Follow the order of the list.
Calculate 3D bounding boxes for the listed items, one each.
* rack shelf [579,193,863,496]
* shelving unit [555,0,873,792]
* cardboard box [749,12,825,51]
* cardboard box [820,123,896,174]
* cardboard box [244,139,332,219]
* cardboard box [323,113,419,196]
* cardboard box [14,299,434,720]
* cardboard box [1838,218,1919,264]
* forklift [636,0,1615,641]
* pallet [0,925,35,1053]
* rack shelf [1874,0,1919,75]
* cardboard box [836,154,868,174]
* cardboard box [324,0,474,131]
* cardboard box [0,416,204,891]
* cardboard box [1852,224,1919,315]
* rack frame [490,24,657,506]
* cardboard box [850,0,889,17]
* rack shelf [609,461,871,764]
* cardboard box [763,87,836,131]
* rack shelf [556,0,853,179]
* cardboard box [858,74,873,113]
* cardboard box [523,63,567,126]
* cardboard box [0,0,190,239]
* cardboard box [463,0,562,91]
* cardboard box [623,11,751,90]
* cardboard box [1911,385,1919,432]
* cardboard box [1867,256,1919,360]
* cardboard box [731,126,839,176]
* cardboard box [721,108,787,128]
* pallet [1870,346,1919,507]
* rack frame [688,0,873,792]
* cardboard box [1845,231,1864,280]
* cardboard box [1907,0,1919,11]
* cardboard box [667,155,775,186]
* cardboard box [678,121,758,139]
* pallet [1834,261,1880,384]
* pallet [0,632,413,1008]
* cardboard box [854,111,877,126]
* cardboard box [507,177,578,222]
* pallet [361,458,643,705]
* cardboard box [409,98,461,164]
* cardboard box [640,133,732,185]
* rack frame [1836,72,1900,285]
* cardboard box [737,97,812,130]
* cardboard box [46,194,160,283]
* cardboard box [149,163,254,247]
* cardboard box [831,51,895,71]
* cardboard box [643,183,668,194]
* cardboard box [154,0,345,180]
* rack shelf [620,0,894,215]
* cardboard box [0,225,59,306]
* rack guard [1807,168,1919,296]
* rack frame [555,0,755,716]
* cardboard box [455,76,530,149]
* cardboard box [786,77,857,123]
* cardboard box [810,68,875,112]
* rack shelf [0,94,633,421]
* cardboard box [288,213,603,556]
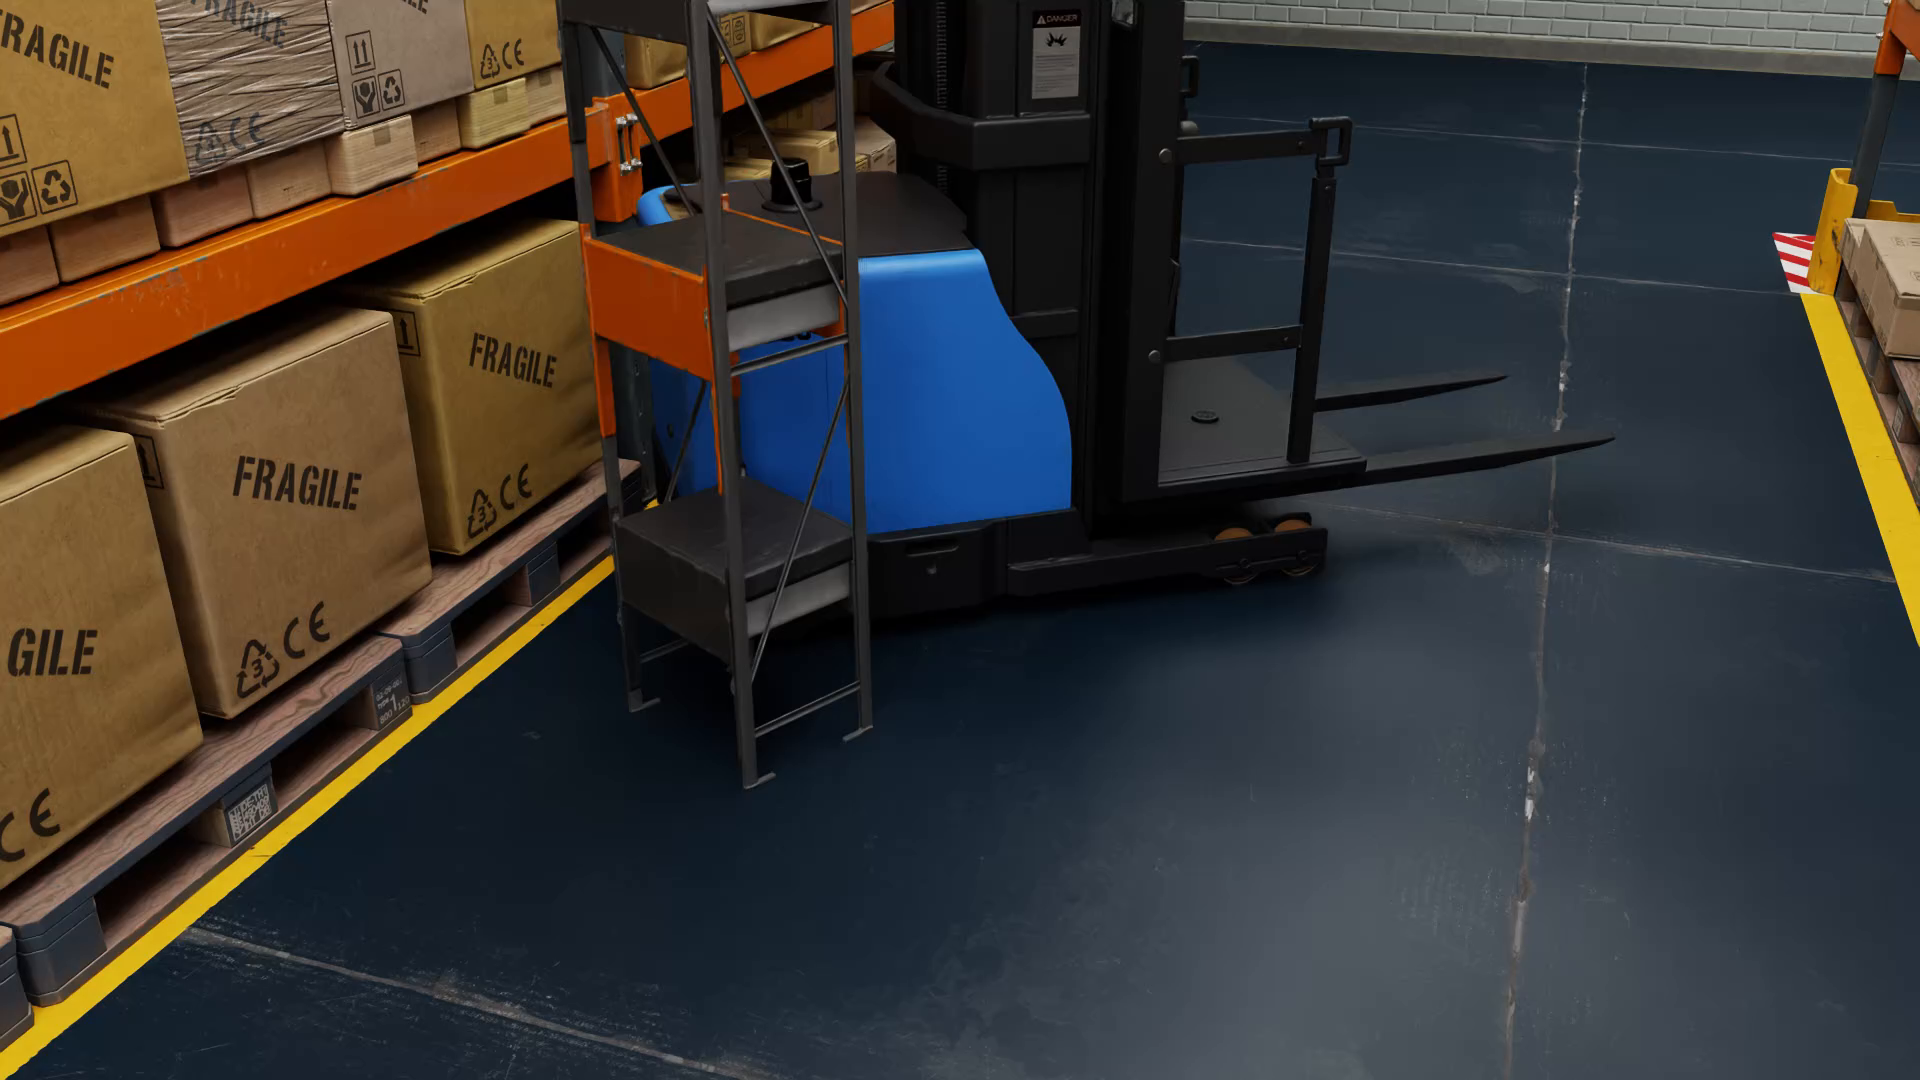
[{"bbox_3d":[-0.544,-0.467,3.832,0.431,0.518,0.480,-23,33,-39],"label":"rack shelf"},{"bbox_3d":[-0.544,-0.479,3.826,0.431,2.100,0.503,-23,33,-39],"label":"shelving unit"},{"bbox_3d":[-1.046,-2.216,6.041,0.980,0.700,0.700,8,27,16],"label":"cardboard box"},{"bbox_3d":[-0.630,-1.554,7.405,0.700,0.500,0.500,8,27,16],"label":"cardboard box"},{"bbox_3d":[-1.702,-0.862,3.854,0.380,0.149,0.250,9,27,17],"label":"cardboard box"},{"bbox_3d":[-1.558,-0.953,4.042,0.380,0.149,0.250,9,27,17],"label":"cardboard box"},{"bbox_3d":[-1.876,-0.131,4.063,0.750,0.750,0.750,10,27,19],"label":"cardboard box"},{"bbox_3d":[4.051,-1.281,7.220,0.380,0.149,0.250,9,27,17],"label":"cardboard box"},{"bbox_3d":[0.598,-1.399,4.776,3.031,2.935,1.130,-8,27,-15],"label":"forklift"},{"bbox_3d":[-2.487,1.025,2.892,1.003,0.211,1.213,9,27,17],"label":"pallet"},{"bbox_3d":[3.849,-1.343,5.406,1.077,0.370,4.000,9,27,17],"label":"rack shelf"},{"bbox_3d":[-0.801,-1.334,6.950,0.700,0.500,0.500,9,27,19],"label":"cardboard box"},{"bbox_3d":[-1.566,-1.312,4.038,0.500,0.500,0.500,9,27,18],"label":"cardboard box"},{"bbox_3d":[-2.155,0.219,3.341,0.750,0.750,0.750,9,27,17],"label":"cardboard box"},{"bbox_3d":[3.899,-1.061,6.649,0.500,0.250,0.500,9,27,17],"label":"cardboard box"},{"bbox_3d":[-1.490,-1.561,5.032,1.000,3.000,0.127,9,27,17],"label":"rack frame"},{"bbox_3d":[-0.813,-2.516,6.661,0.980,0.700,0.700,7,27,15],"label":"cardboard box"},{"bbox_3d":[-0.542,0.165,4.134,0.431,0.518,0.480,-23,33,-39],"label":"rack shelf"},{"bbox_3d":[-0.780,-1.923,7.423,0.380,0.149,0.250,9,27,18],"label":"cardboard box"},{"bbox_3d":[-0.546,-1.098,3.530,0.431,0.518,0.480,-23,33,-39],"label":"rack shelf"},{"bbox_3d":[-0.252,-2.074,7.735,0.380,0.149,0.250,9,27,19],"label":"cardboard box"},{"bbox_3d":[-1.335,-1.277,4.711,0.380,0.149,0.250,9,27,18],"label":"cardboard box"},{"bbox_3d":[-1.902,-0.901,3.189,0.500,0.500,0.500,10,27,19],"label":"cardboard box"},{"bbox_3d":[-1.405,-1.523,4.474,0.500,0.500,0.500,8,27,17],"label":"cardboard box"},{"bbox_3d":[-1.294,-1.917,5.423,0.980,0.700,0.700,9,27,18],"label":"cardboard box"},{"bbox_3d":[3.355,-0.416,5.247,0.500,0.311,0.500,9,27,17],"label":"cardboard box"},{"bbox_3d":[3.733,-0.855,6.225,0.500,0.250,0.500,9,27,17],"label":"cardboard box"},{"bbox_3d":[-0.684,-1.538,6.627,0.380,0.149,0.250,8,27,16],"label":"cardboard box"},{"bbox_3d":[-0.949,-1.714,6.990,0.380,0.149,0.250,8,27,17],"label":"cardboard box"},{"bbox_3d":[3.817,-0.374,5.781,1.003,0.211,1.213,9,27,17],"label":"pallet"},{"bbox_3d":[-0.375,-0.404,3.667,0.400,2.100,0.015,-23,33,-39],"label":"rack frame"},{"bbox_3d":[3.968,-1.186,7.004,0.380,0.166,0.250,9,27,17],"label":"cardboard box"},{"bbox_3d":[4.118,-2.389,6.628,0.500,0.500,0.500,9,27,19],"label":"cardboard box"},{"bbox_3d":[-0.858,-1.324,6.184,0.380,0.149,0.250,10,27,19],"label":"cardboard box"},{"bbox_3d":[-1.034,-1.608,6.771,0.380,0.149,0.250,9,27,18],"label":"cardboard box"},{"bbox_3d":[4.224,-0.874,6.813,1.003,0.211,1.213,9,27,17],"label":"pallet"},{"bbox_3d":[-2.080,0.525,3.924,1.003,0.211,1.213,9,27,17],"label":"pallet"},{"bbox_3d":[-0.463,-1.761,7.832,0.700,0.500,0.500,9,27,17],"label":"cardboard box"},{"bbox_3d":[-1.379,-1.179,5.885,0.380,0.149,0.250,9,27,17],"label":"cardboard box"},{"bbox_3d":[-1.675,0.022,4.963,1.003,0.211,1.213,9,27,17],"label":"pallet"},{"bbox_3d":[-1.525,-1.070,4.284,0.380,0.149,0.250,10,27,19],"label":"cardboard box"},{"bbox_3d":[-1.119,-1.504,6.556,0.380,0.149,0.250,8,27,16],"label":"cardboard box"},{"bbox_3d":[4.514,-2.488,6.947,1.000,3.000,0.127,9,27,17],"label":"rack frame"},{"bbox_3d":[-0.864,-1.818,7.205,0.380,0.149,0.250,9,27,18],"label":"cardboard box"},{"bbox_3d":[-1.898,-0.654,3.424,0.380,0.149,0.250,10,27,19],"label":"cardboard box"},{"bbox_3d":[-1.799,-0.761,3.646,0.380,0.149,0.250,8,27,16],"label":"cardboard box"},{"bbox_3d":[-0.444,-2.339,8.281,0.380,0.149,0.250,9,27,18],"label":"cardboard box"},{"bbox_3d":[-0.974,-1.124,6.515,0.700,0.500,0.500,8,27,17],"label":"cardboard box"},{"bbox_3d":[-1.741,-1.107,3.614,0.500,0.500,0.500,9,27,18],"label":"cardboard box"},{"bbox_3d":[-0.824,-2.059,6.887,1.077,0.370,4.000,9,27,17],"label":"rack shelf"},{"bbox_3d":[-1.992,-0.547,3.203,0.380,0.149,0.250,9,27,18],"label":"cardboard box"},{"bbox_3d":[4.489,-1.332,7.427,1.175,0.500,0.348,9,27,17],"label":"rack guard"},{"bbox_3d":[-0.713,-0.555,3.985,0.400,2.100,0.015,-23,33,-39],"label":"rack frame"},{"bbox_3d":[-1.397,-1.170,4.490,0.380,0.149,0.250,9,27,18],"label":"cardboard box"},{"bbox_3d":[-0.696,-2.028,7.639,0.380,0.149,0.250,9,27,18],"label":"cardboard box"},{"bbox_3d":[-0.612,-2.131,7.851,0.380,0.149,0.250,9,27,18],"label":"cardboard box"},{"bbox_3d":[-2.155,-0.416,3.492,1.077,0.370,4.000,9,27,17],"label":"rack shelf"},{"bbox_3d":[-1.583,-0.497,4.819,0.750,0.750,0.750,9,27,18],"label":"cardboard box"}]
